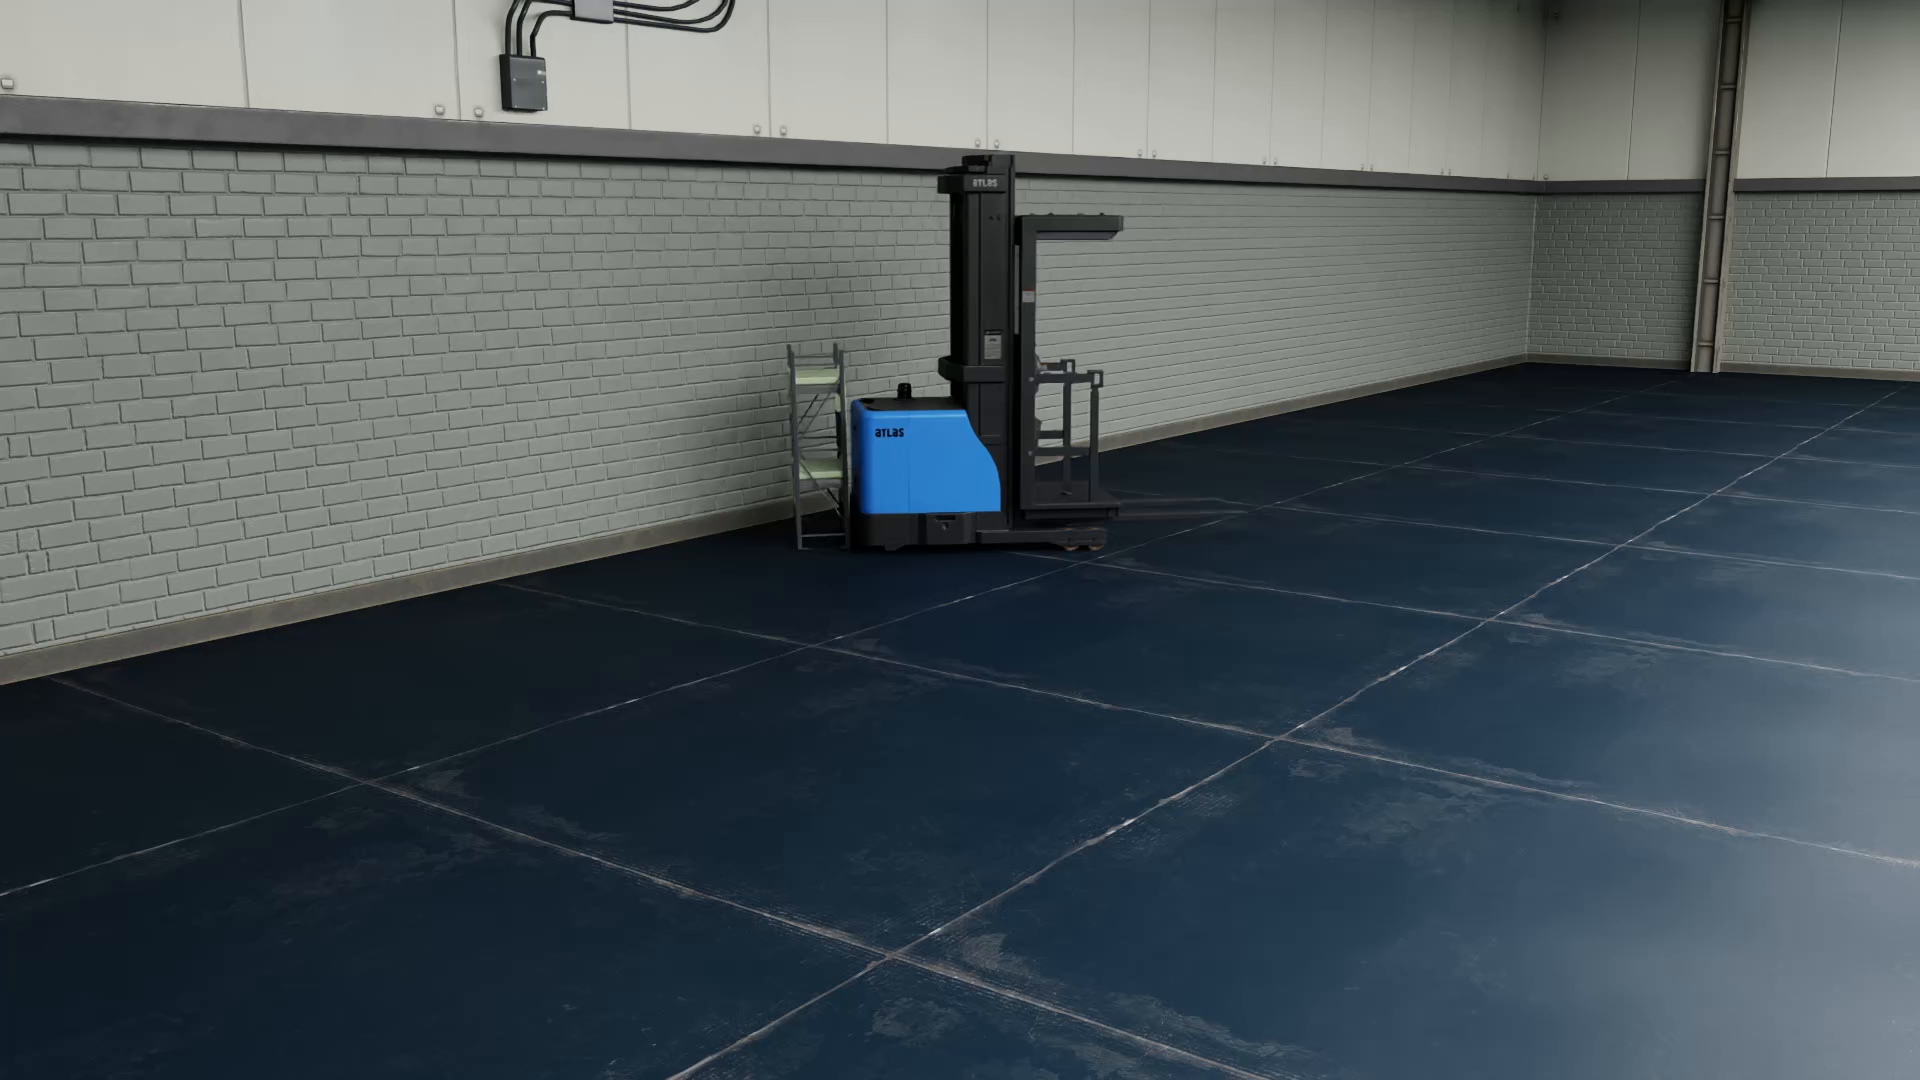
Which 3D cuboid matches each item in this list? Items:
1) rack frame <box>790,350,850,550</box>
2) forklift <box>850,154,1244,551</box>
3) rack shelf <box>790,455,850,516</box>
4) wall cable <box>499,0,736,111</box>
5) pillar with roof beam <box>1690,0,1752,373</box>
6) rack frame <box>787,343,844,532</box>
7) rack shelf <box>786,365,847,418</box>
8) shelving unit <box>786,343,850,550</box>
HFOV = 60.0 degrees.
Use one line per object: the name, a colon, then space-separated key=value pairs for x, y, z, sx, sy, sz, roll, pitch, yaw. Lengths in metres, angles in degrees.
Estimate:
rack frame: x=-1.054 y=-0.674 z=12.538 sx=0.400 sy=1.500 sz=0.023 roll=-3 pitch=11 yaw=-7
forklift: x=0.678 y=-1.460 z=12.862 sx=3.031 sy=2.935 sz=1.130 roll=-2 pitch=11 yaw=-8
rack shelf: x=-1.095 y=-0.423 z=12.957 sx=0.431 sy=0.370 sz=0.720 roll=-3 pitch=11 yaw=-7
wall cable: x=-2.349 y=-6.022 z=11.511 sx=0.169 sy=6.003 sz=2.305 roll=8 pitch=13 yaw=36
pillar with roof beam: x=9.707 y=-6.530 z=23.092 sx=0.400 sy=9.000 sz=9.100 roll=8 pitch=13 yaw=36
rack frame: x=-1.150 y=-0.812 z=13.250 sx=0.400 sy=1.500 sz=0.023 roll=-3 pitch=11 yaw=-7
rack shelf: x=-1.110 y=-1.126 z=12.819 sx=0.431 sy=0.370 sz=0.720 roll=-3 pitch=11 yaw=-7
shelving unit: x=-1.102 y=-0.743 z=12.894 sx=0.431 sy=1.500 sz=0.755 roll=-3 pitch=11 yaw=-7
